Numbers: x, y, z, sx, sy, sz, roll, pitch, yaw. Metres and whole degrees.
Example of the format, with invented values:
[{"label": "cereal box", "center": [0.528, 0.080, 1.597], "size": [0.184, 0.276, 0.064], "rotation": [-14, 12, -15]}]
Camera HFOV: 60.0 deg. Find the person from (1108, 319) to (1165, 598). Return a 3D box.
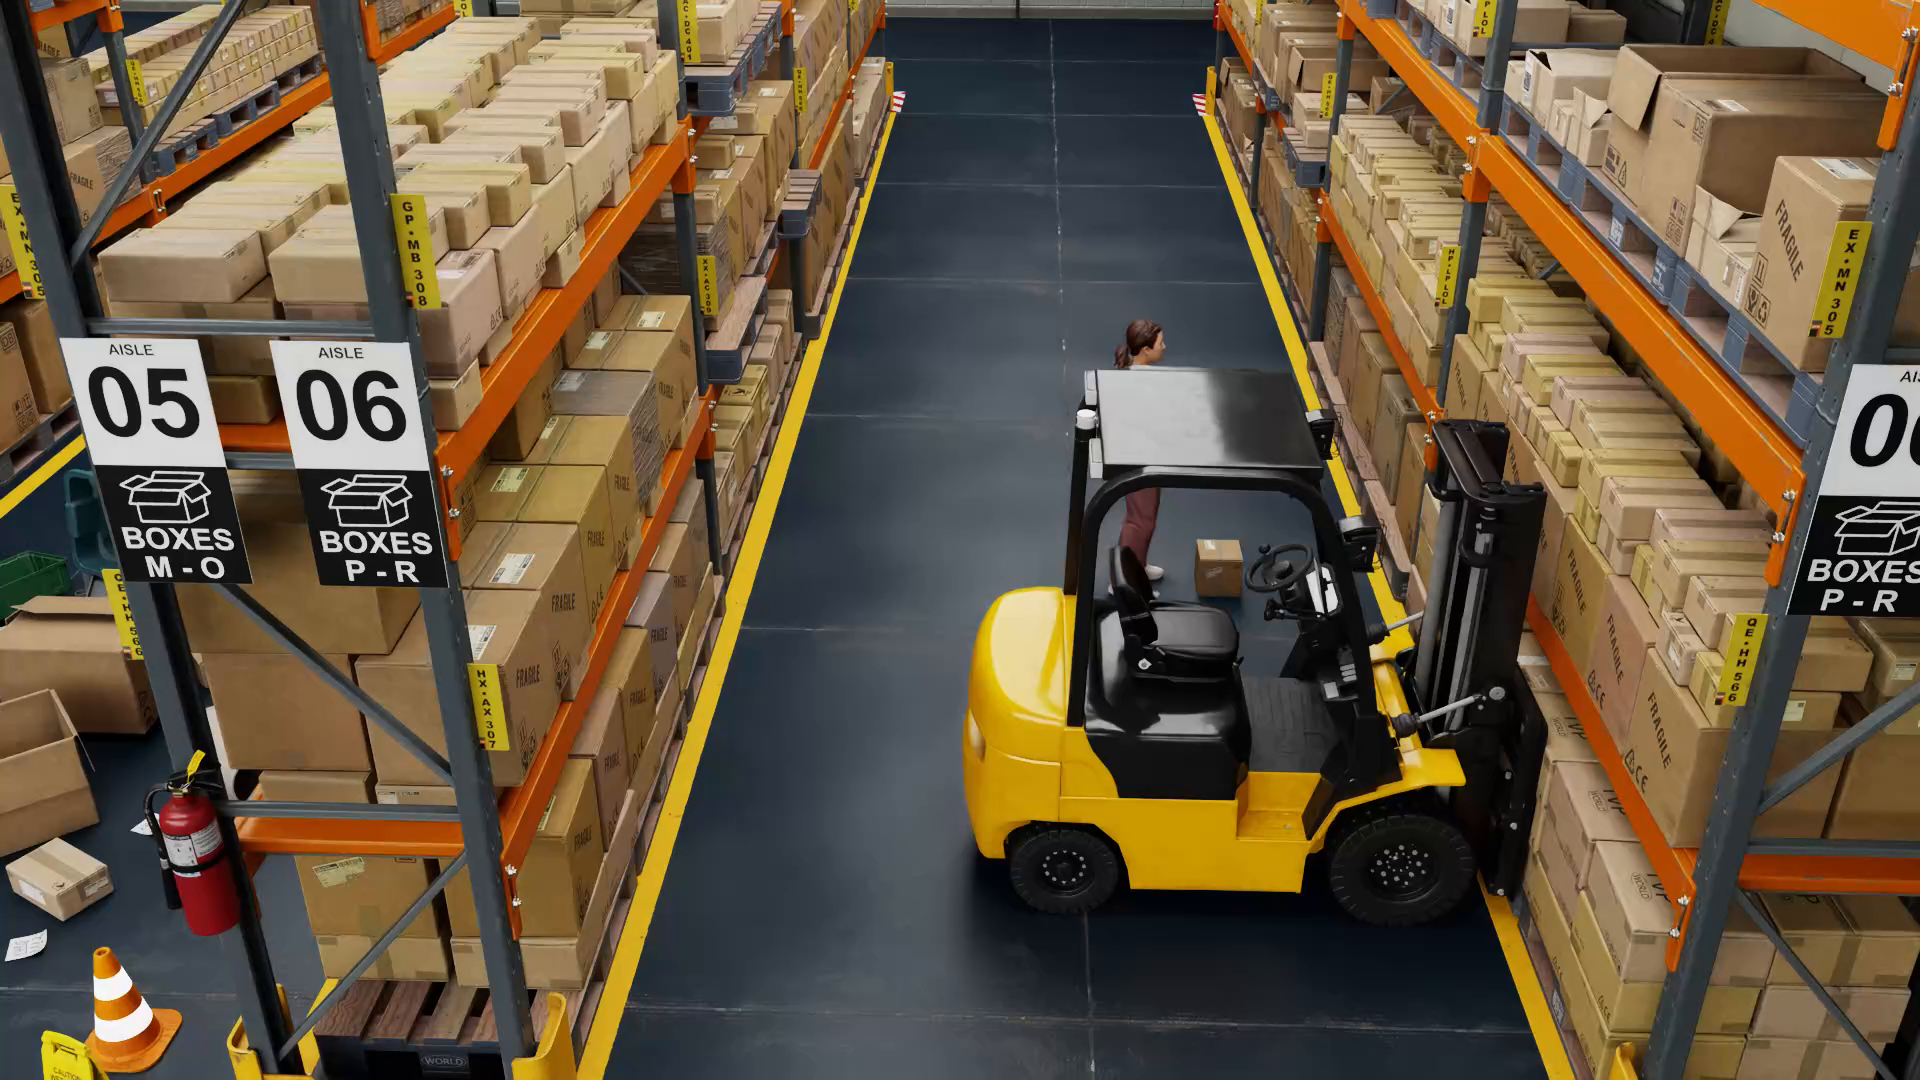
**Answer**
[{"label": "person", "center": [1.031, -0.464, 9.526], "size": [0.373, 1.689, 0.443], "rotation": [2, 28, 3]}]
